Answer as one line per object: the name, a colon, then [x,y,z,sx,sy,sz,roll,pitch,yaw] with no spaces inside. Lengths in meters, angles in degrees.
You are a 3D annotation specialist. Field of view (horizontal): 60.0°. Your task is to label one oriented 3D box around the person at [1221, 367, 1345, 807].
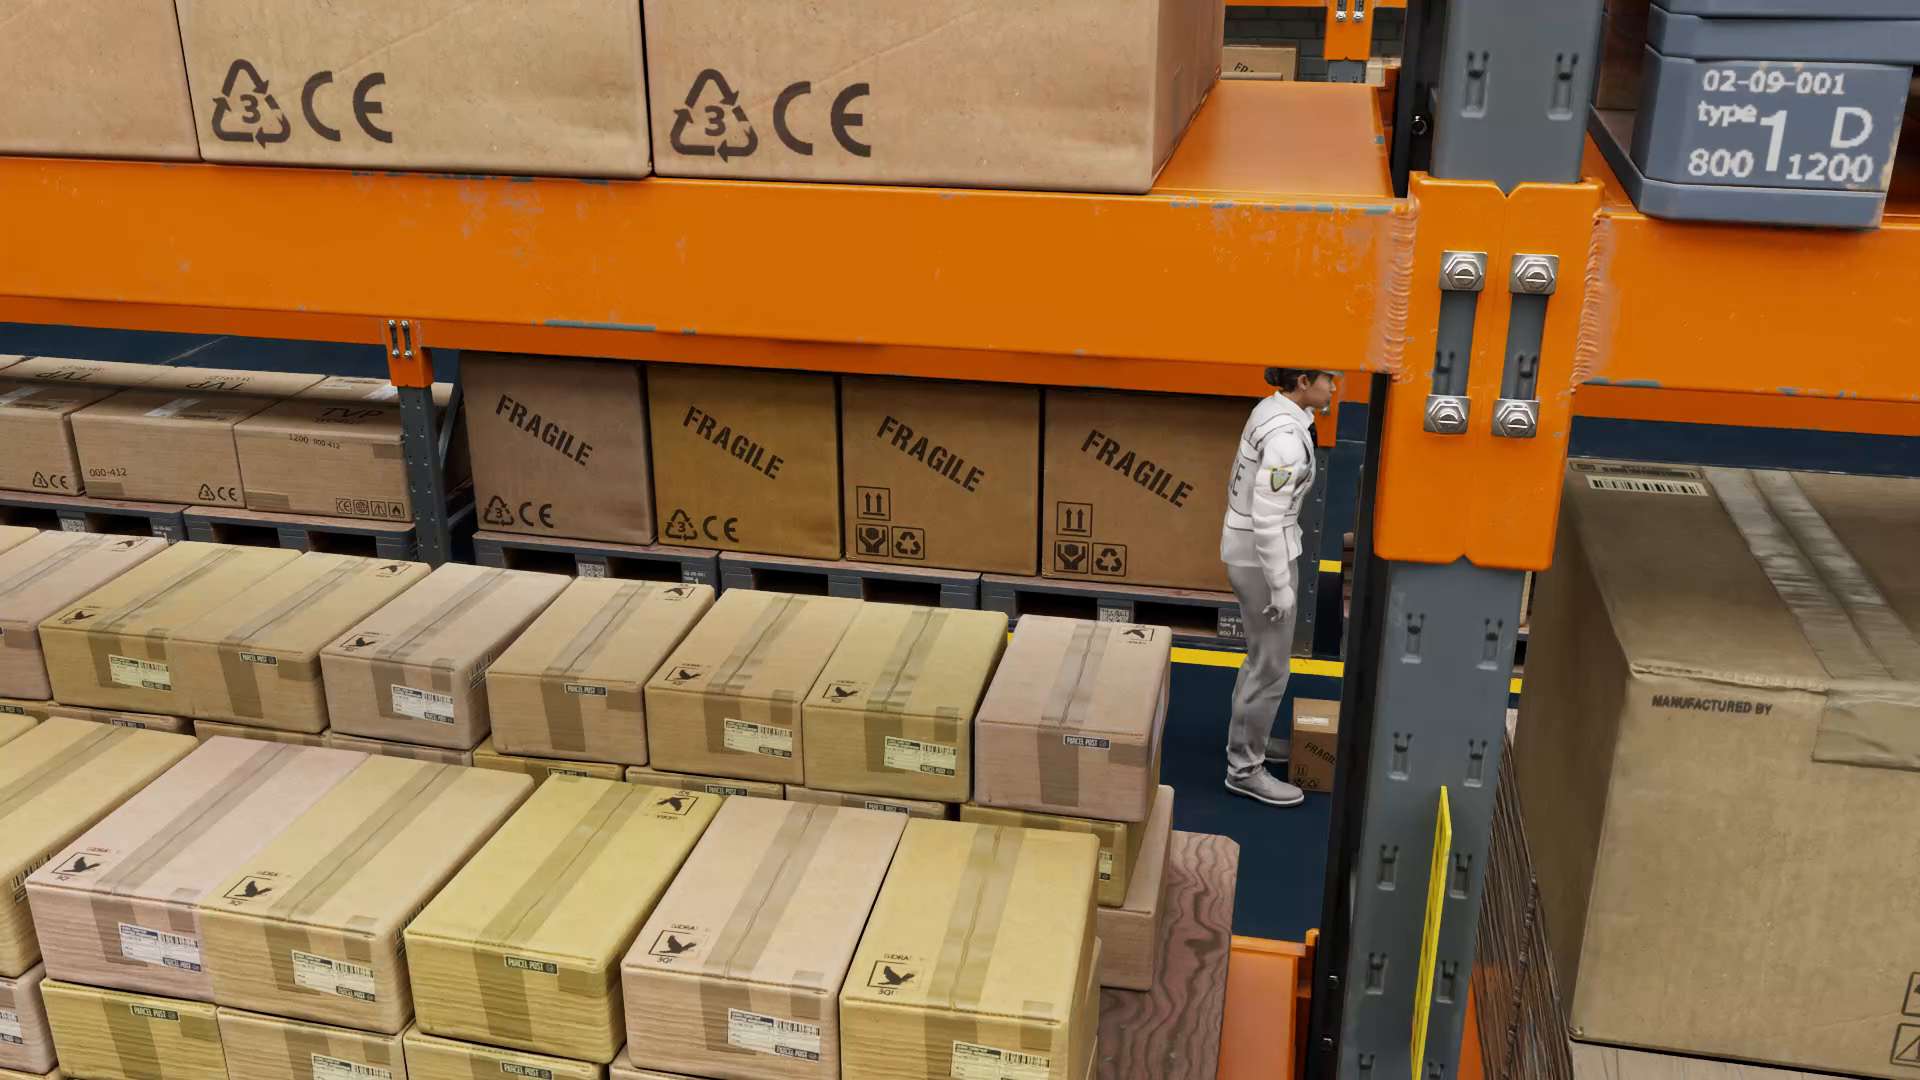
person: [1.108,0.083,5.874,0.379,1.663,0.536,4,22,10]
